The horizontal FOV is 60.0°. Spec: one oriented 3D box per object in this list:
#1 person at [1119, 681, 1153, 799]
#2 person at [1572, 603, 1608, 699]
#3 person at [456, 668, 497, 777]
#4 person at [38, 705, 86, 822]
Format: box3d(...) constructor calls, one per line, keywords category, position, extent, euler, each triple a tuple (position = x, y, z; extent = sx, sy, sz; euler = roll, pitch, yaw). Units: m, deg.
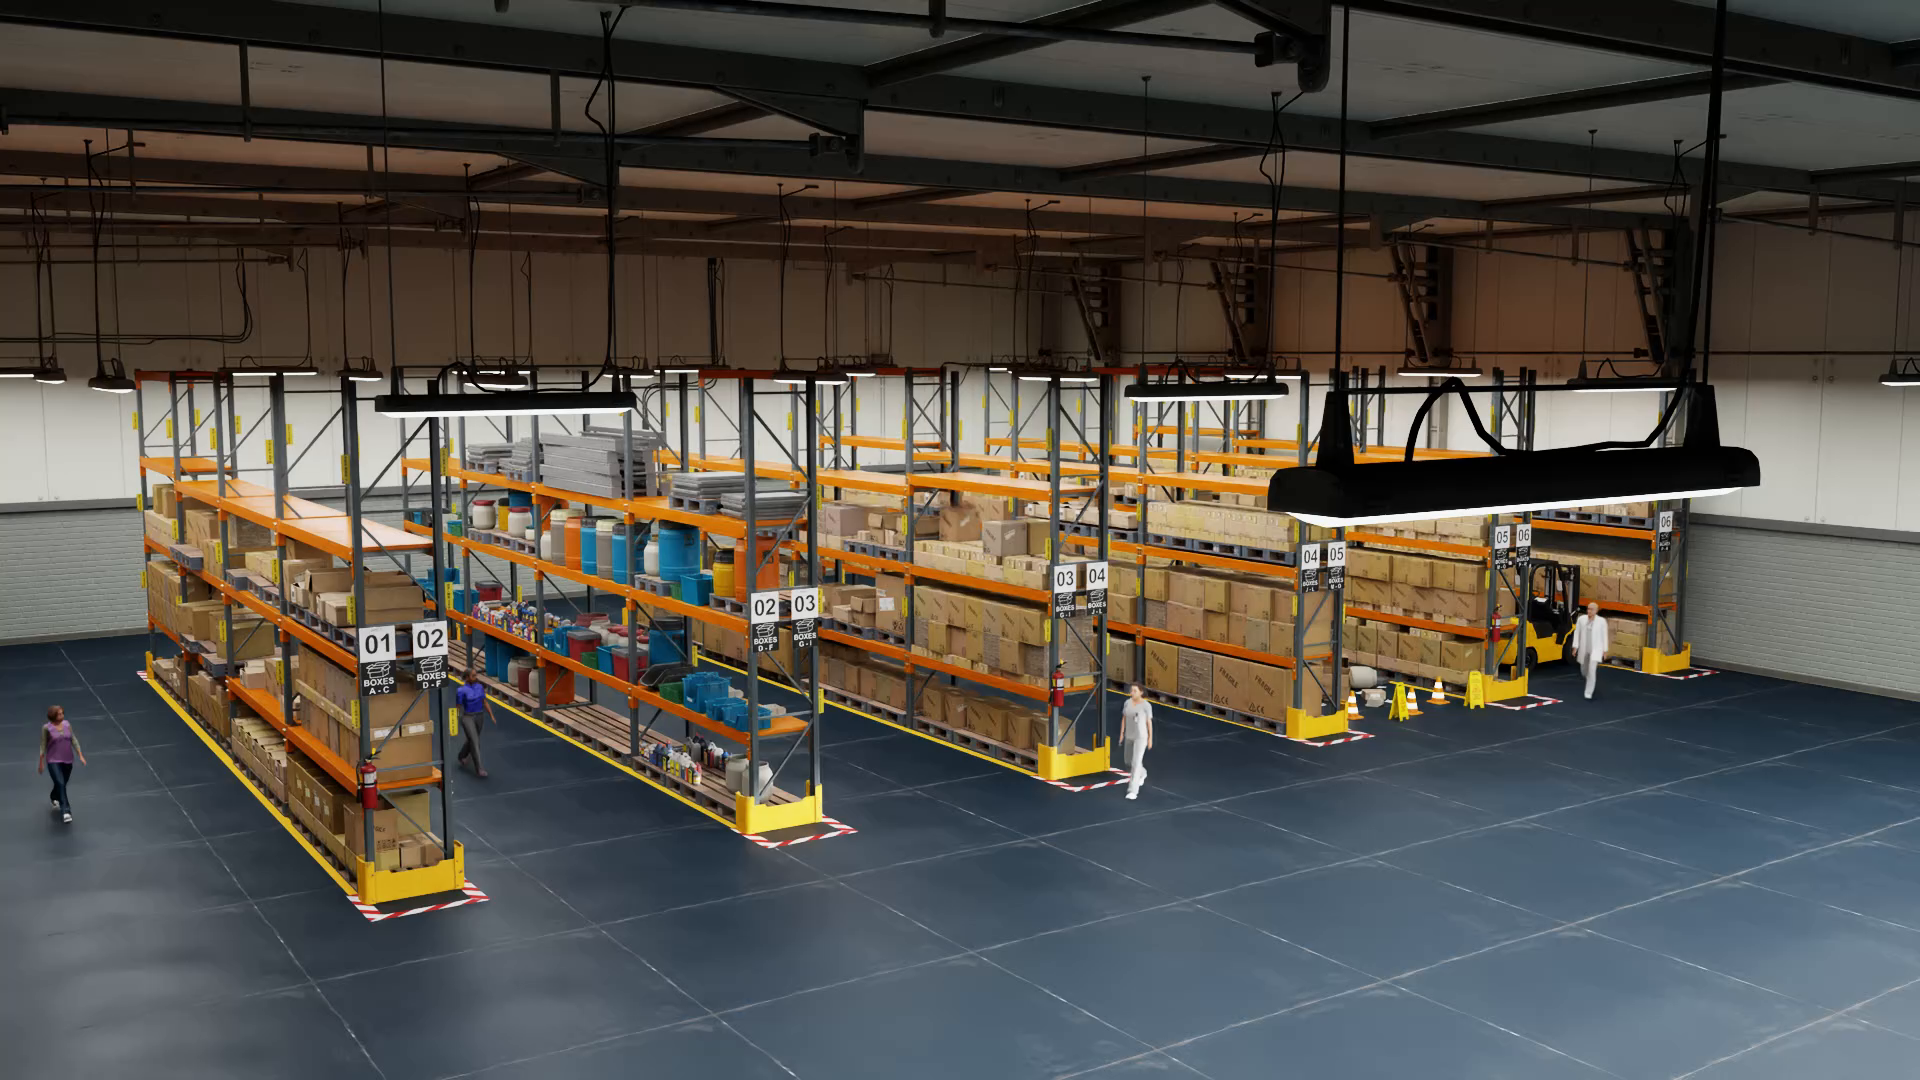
box3d(category="person", position=(2.534, 2.902, 23.815), extent=(0.454, 1.498, 0.906), euler=(5, 8, 39))
box3d(category="person", position=(11.606, 2.005, 30.600), extent=(0.619, 1.744, 1.042), euler=(4, 8, 32))
box3d(category="person", position=(-7.327, 2.705, 25.065), extent=(1.045, 1.596, 0.575), euler=(6, 9, 41))
box3d(category="person", position=(-12.250, 3.002, 22.657), extent=(0.985, 1.538, 0.533), euler=(6, 9, 41))
